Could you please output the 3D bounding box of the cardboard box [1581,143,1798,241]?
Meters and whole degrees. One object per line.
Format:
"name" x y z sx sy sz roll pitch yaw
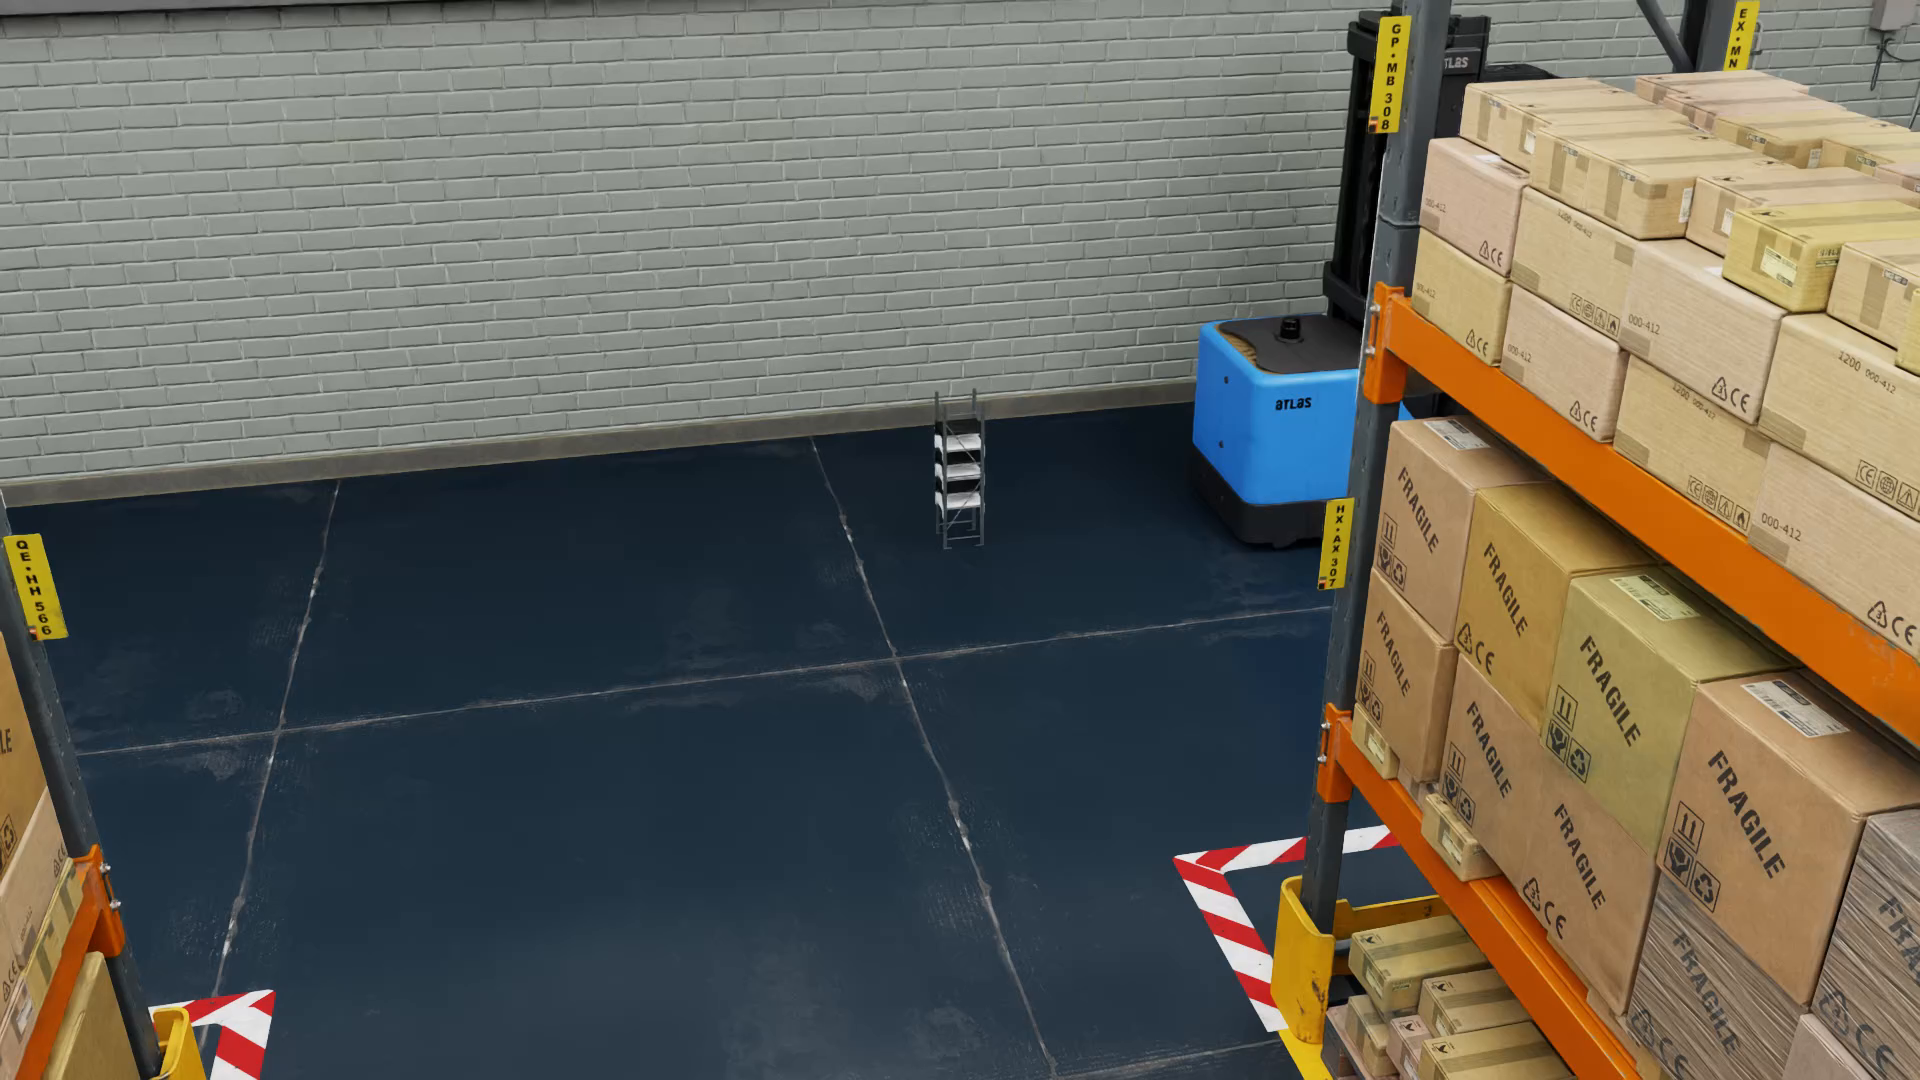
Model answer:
"cardboard box" 1.695 -0.815 3.876 0.380 0.149 0.250 -6 27 -11

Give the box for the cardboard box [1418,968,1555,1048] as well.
"cardboard box" 1.726 1.539 5.410 0.380 0.149 0.250 -5 27 -11

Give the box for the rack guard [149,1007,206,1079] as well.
"rack guard" -3.101 1.911 5.410 1.175 0.500 0.348 -6 27 -12

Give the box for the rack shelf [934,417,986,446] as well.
"rack shelf" -0.002 -0.617 9.448 0.258 0.077 0.200 -6 27 -12

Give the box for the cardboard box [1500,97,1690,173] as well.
"cardboard box" 1.651 -1.048 4.338 0.380 0.149 0.250 -5 27 -10

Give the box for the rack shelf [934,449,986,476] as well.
"rack shelf" -0.002 -0.456 9.529 0.258 0.077 0.200 -6 27 -12

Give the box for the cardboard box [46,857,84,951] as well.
"cardboard box" -2.695 1.040 4.639 0.380 0.149 0.250 -5 27 -11

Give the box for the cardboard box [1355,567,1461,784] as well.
"cardboard box" 1.591 0.394 5.200 0.500 0.500 0.500 -5 27 -9

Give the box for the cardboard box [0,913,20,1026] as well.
"cardboard box" -2.614 1.148 3.983 0.500 0.250 0.500 -6 27 -12

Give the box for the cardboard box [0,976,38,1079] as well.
"cardboard box" -2.579 1.265 4.193 0.380 0.149 0.250 -6 27 -11

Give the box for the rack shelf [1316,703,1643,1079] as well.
"rack shelf" 2.210 1.545 4.158 1.077 0.370 4.000 -6 27 -12

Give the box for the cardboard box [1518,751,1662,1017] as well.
"cardboard box" 1.835 0.842 4.311 0.500 0.500 0.500 -6 27 -11

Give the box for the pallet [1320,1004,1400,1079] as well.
"pallet" 1.925 1.984 5.584 1.003 0.211 1.213 -6 27 -12

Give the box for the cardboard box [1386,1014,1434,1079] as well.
"cardboard box" 1.634 1.680 5.460 0.380 0.149 0.250 -6 27 -12

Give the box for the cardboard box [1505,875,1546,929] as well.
"cardboard box" 1.811 0.965 4.789 0.380 0.149 0.250 -5 27 -9

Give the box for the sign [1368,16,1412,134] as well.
"sign" 1.231 -1.328 4.754 0.100 0.325 0.005 -6 27 -12

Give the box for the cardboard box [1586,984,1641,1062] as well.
"cardboard box" 1.876 1.197 4.328 0.380 0.149 0.250 -6 27 -13

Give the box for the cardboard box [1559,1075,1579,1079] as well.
"cardboard box" 1.794 1.763 4.966 0.380 0.149 0.250 -7 28 -14

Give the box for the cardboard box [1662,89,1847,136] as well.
"cardboard box" 2.102 -1.095 4.431 0.380 0.149 0.250 -6 27 -11

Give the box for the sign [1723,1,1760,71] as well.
"sign" 2.305 -1.436 4.955 0.100 0.325 0.005 -6 27 -12

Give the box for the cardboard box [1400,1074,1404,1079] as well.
"cardboard box" 1.704 1.800 5.552 0.380 0.149 0.250 -6 27 -12

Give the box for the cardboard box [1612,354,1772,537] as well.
"cardboard box" 1.855 -0.247 3.747 0.500 0.250 0.500 -7 28 -13

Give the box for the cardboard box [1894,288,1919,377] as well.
"cardboard box" 1.930 -0.355 2.965 0.380 0.149 0.250 -6 27 -12

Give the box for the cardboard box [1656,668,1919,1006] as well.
"cardboard box" 1.936 0.621 3.640 0.500 0.500 0.500 -7 28 -13

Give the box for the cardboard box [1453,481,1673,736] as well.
"cardboard box" 1.722 0.167 4.539 0.500 0.500 0.500 -5 27 -10

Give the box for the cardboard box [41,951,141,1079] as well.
"cardboard box" -2.874 1.839 4.669 0.875 0.875 0.875 -6 27 -12

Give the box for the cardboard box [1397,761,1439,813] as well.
"cardboard box" 1.611 0.741 5.232 0.380 0.149 0.250 -5 27 -10

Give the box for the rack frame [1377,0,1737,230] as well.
"rack frame" 1.759 -2.332 4.384 1.000 3.000 0.127 -6 27 -12

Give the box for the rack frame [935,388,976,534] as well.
"rack frame" -0.025 -0.450 9.643 0.240 0.900 0.006 -6 27 -12

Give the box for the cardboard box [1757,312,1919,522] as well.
"cardboard box" 1.942 -0.256 3.212 0.500 0.250 0.500 -7 28 -14

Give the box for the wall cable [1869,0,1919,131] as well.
"wall cable" 6.645 -3.277 11.786 0.588 1.984 0.122 -6 27 -12

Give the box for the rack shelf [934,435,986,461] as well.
"rack shelf" -0.002 -0.536 9.488 0.258 0.077 0.200 -6 27 -12

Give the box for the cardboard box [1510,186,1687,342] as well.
"cardboard box" 1.724 -0.701 4.093 0.500 0.250 0.500 -6 27 -12

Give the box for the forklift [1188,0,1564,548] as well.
"forklift" 2.992 -1.591 9.649 3.031 2.935 1.130 -6 27 -11

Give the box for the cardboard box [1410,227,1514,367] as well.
"cardboard box" 1.612 -0.703 4.652 0.500 0.250 0.500 -5 27 -10

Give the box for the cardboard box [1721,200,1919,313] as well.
"cardboard box" 1.822 -0.587 3.425 0.380 0.149 0.250 -5 27 -10

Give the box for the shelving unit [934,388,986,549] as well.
"shelving unit" -0.002 -0.405 9.554 0.258 0.900 0.210 -6 27 -12

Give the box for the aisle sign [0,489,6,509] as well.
"aisle sign" -2.820 -0.417 4.363 0.394 0.787 0.004 -6 27 -12

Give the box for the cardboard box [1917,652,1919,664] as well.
"cardboard box" 2.071 0.198 2.865 0.500 0.250 0.500 -6 27 -12

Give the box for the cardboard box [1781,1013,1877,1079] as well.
"cardboard box" 2.050 1.294 3.416 0.500 0.500 0.500 -6 27 -12

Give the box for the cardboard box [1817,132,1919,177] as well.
"cardboard box" 2.304 -0.875 3.996 0.380 0.149 0.250 -6 27 -11
